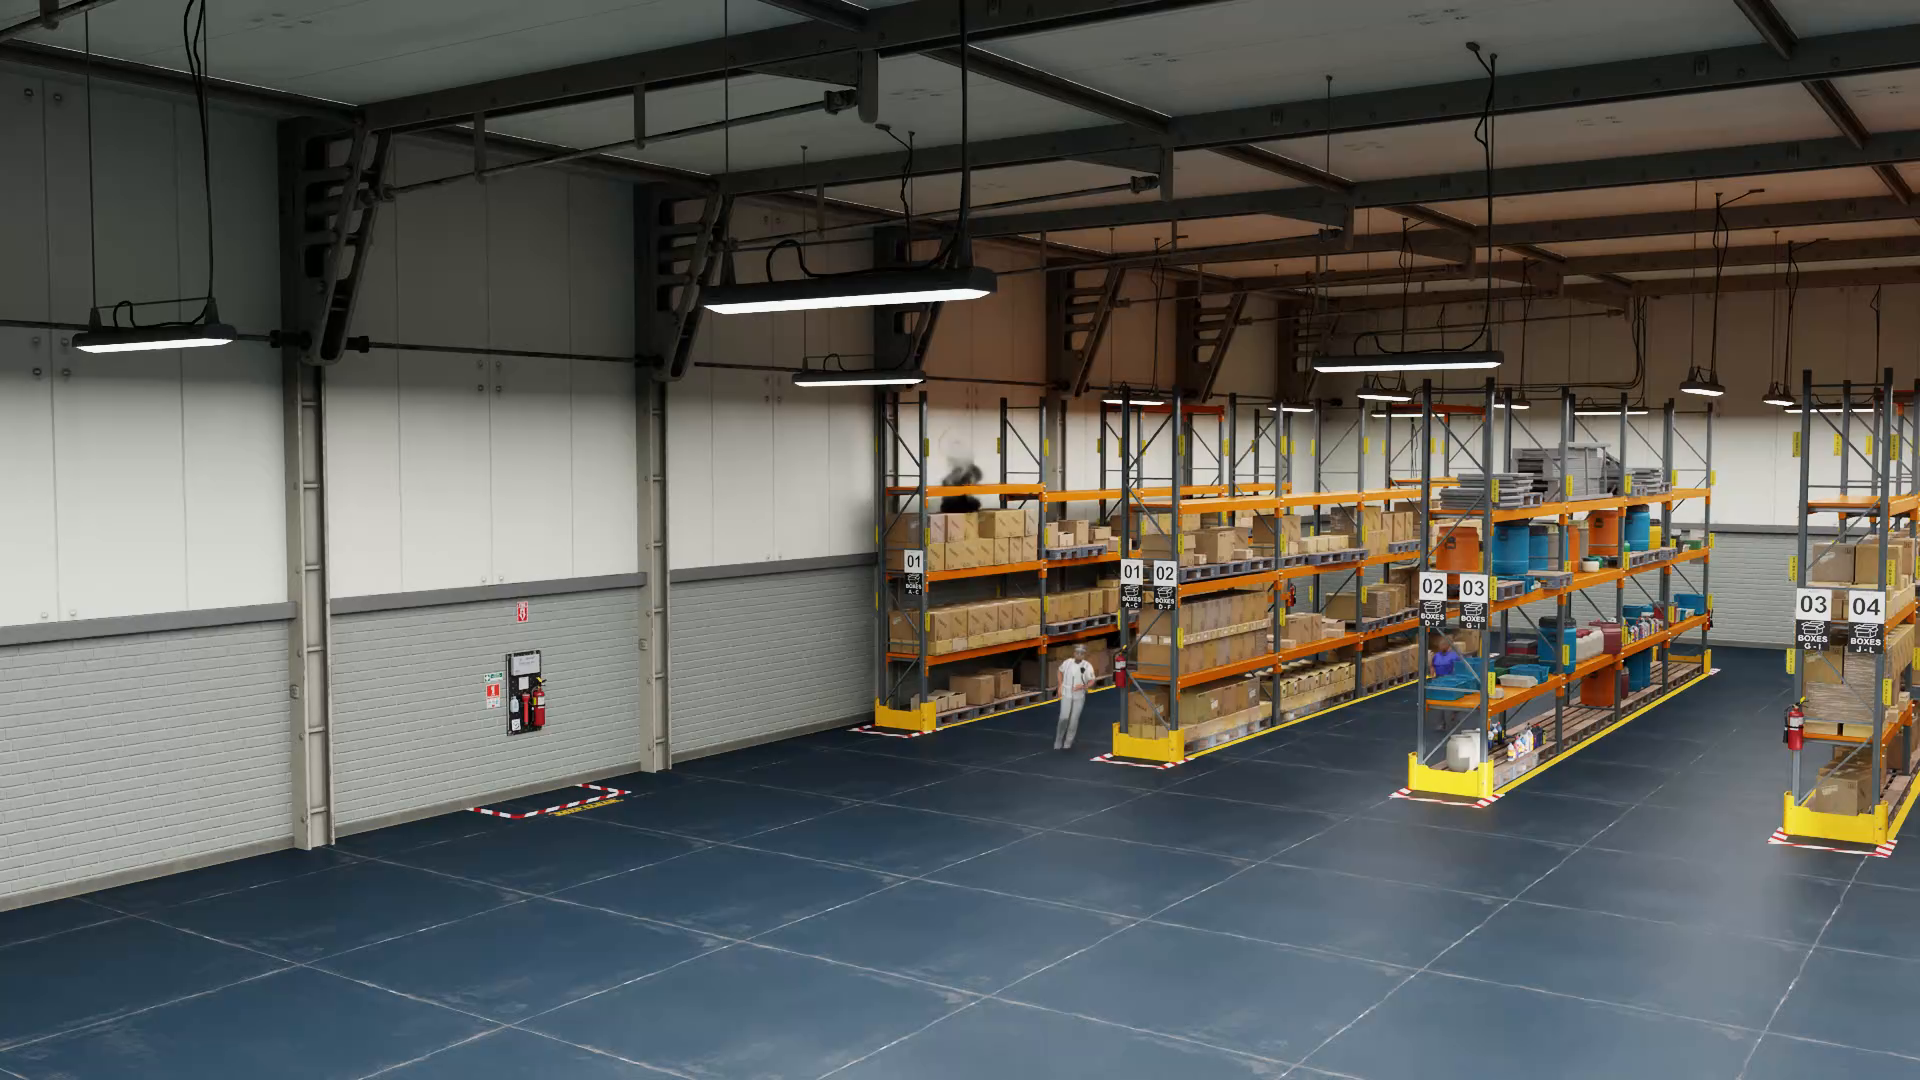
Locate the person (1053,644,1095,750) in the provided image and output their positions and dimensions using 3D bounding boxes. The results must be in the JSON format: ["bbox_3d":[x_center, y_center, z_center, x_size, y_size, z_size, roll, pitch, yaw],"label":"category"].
[{"bbox_3d":[1.898,2.611,27.624,0.682,1.784,0.653,0,3,7],"label":"person"}]

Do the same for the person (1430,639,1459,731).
[{"bbox_3d":[8.581,2.554,29.470,0.598,1.608,0.657,2,4,36],"label":"person"}]
